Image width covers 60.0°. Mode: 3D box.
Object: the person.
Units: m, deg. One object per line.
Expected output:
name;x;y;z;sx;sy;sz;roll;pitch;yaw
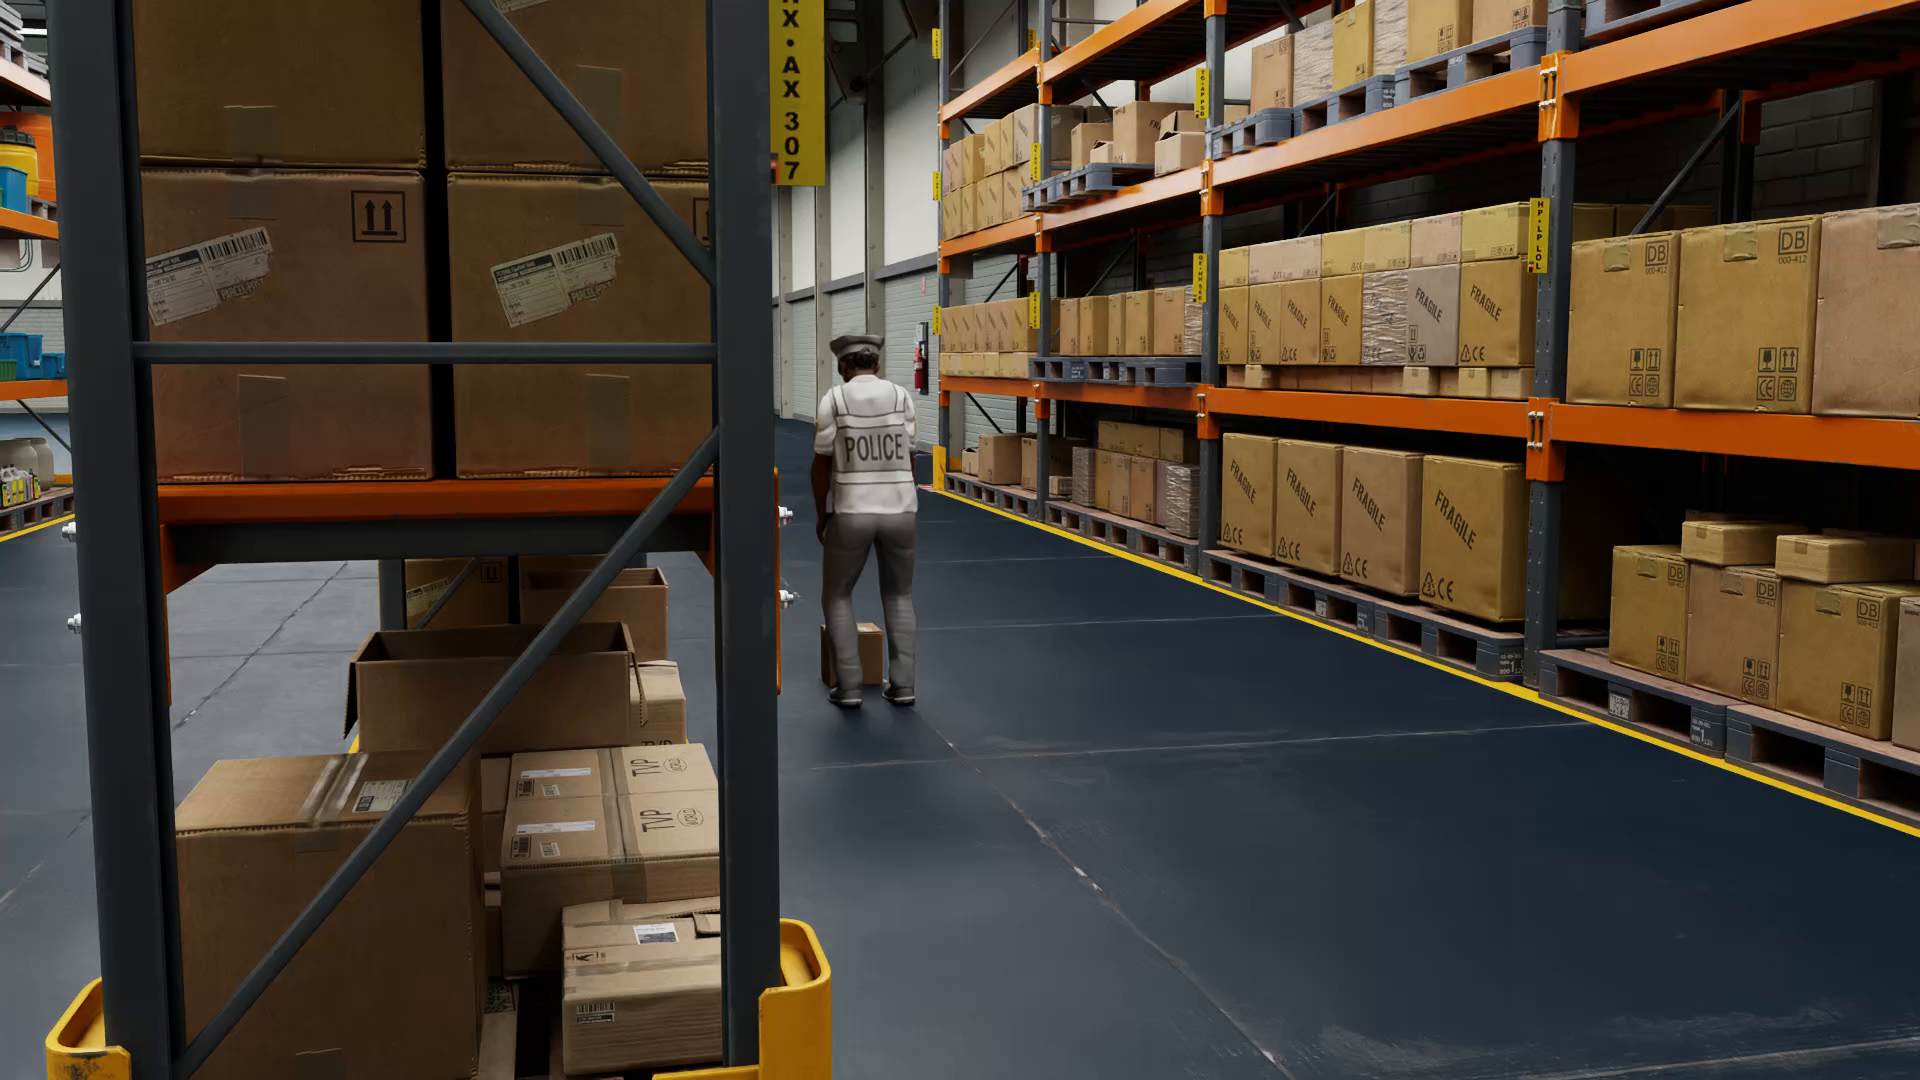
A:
person;-0.418;-0.084;7.235;0.461;1.615;0.460;-2;6;-14
